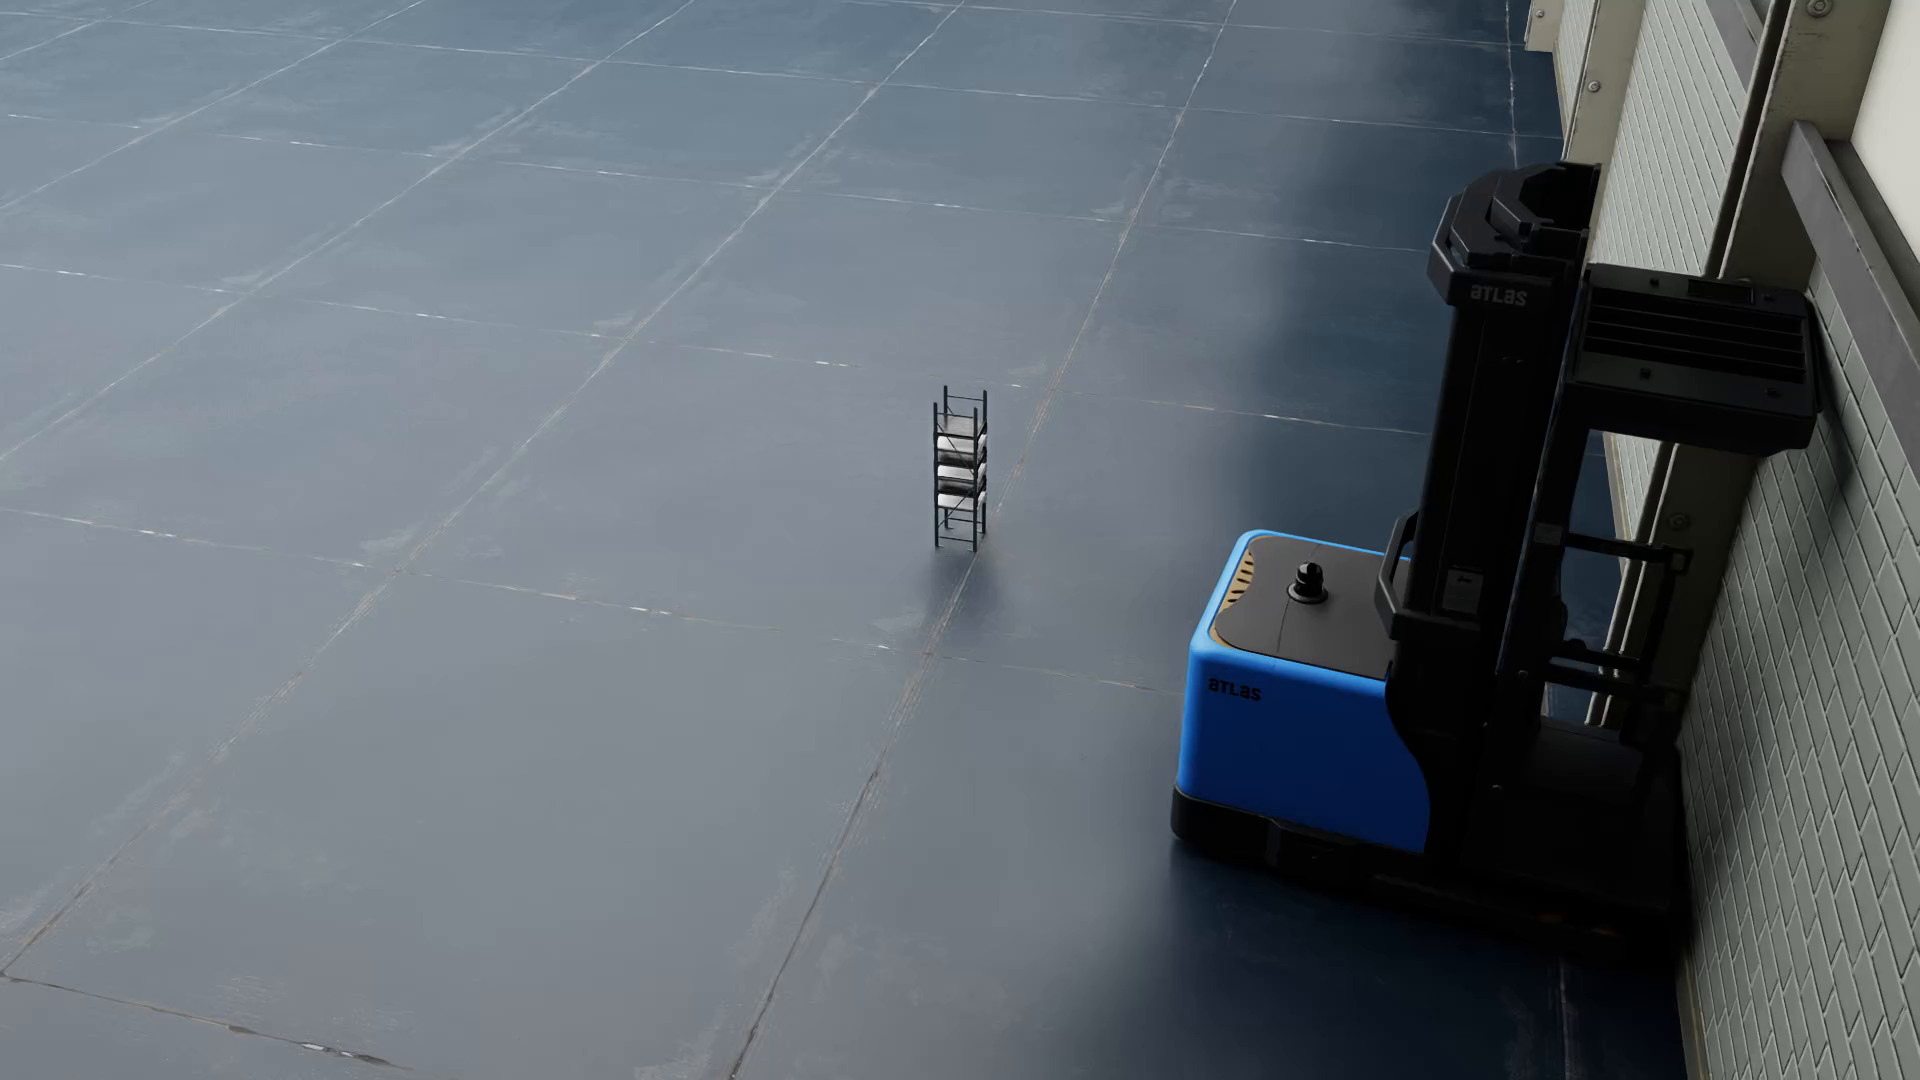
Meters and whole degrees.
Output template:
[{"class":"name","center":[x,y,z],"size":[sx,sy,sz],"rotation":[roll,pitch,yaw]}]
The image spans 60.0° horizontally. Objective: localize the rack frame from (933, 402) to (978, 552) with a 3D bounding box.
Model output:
[{"class":"rack frame","center":[-0.024,-0.331,9.002],"size":[0.240,0.900,0.006],"rotation":[8,33,12]}]

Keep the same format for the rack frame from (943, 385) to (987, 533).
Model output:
[{"class":"rack frame","center":[0.028,-0.437,9.168],"size":[0.240,0.900,0.006],"rotation":[8,33,12]}]

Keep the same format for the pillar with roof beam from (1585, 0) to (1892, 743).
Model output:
[{"class":"pillar with roof beam","center":[-1.107,-3.354,6.208],"size":[9.100,9.000,0.400],"rotation":[8,33,12]}]

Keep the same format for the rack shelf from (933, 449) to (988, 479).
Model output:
[{"class":"rack shelf","center":[0.002,-0.432,9.055],"size":[0.258,0.077,0.200],"rotation":[8,33,12]}]

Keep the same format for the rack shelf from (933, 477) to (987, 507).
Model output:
[{"class":"rack shelf","center":[0.002,-0.280,9.151],"size":[0.258,0.077,0.200],"rotation":[8,33,12]}]

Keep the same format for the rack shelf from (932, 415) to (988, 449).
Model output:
[{"class":"rack shelf","center":[0.002,-0.584,8.958],"size":[0.258,0.077,0.200],"rotation":[8,33,12]}]

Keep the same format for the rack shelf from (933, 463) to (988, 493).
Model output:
[{"class":"rack shelf","center":[0.002,-0.356,9.103],"size":[0.258,0.077,0.200],"rotation":[8,33,12]}]

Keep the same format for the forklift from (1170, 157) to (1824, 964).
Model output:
[{"class":"forklift","center":[2.484,0.133,6.379],"size":[3.031,2.935,1.130],"rotation":[12,34,18]}]

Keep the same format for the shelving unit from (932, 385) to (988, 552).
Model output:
[{"class":"shelving unit","center":[0.002,-0.384,9.085],"size":[0.258,0.900,0.210],"rotation":[8,33,12]}]

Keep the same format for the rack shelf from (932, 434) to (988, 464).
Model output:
[{"class":"rack shelf","center":[0.002,-0.508,9.006],"size":[0.258,0.077,0.200],"rotation":[8,33,12]}]

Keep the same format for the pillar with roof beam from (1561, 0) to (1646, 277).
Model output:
[{"class":"pillar with roof beam","center":[0.415,-6.468,11.106],"size":[9.100,9.000,0.400],"rotation":[8,33,12]}]

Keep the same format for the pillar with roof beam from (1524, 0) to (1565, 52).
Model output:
[{"class":"pillar with roof beam","center":[1.938,-9.581,16.003],"size":[9.100,9.000,0.400],"rotation":[8,33,12]}]

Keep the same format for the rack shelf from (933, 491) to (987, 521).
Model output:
[{"class":"rack shelf","center":[0.002,-0.204,9.199],"size":[0.258,0.077,0.200],"rotation":[8,33,12]}]
